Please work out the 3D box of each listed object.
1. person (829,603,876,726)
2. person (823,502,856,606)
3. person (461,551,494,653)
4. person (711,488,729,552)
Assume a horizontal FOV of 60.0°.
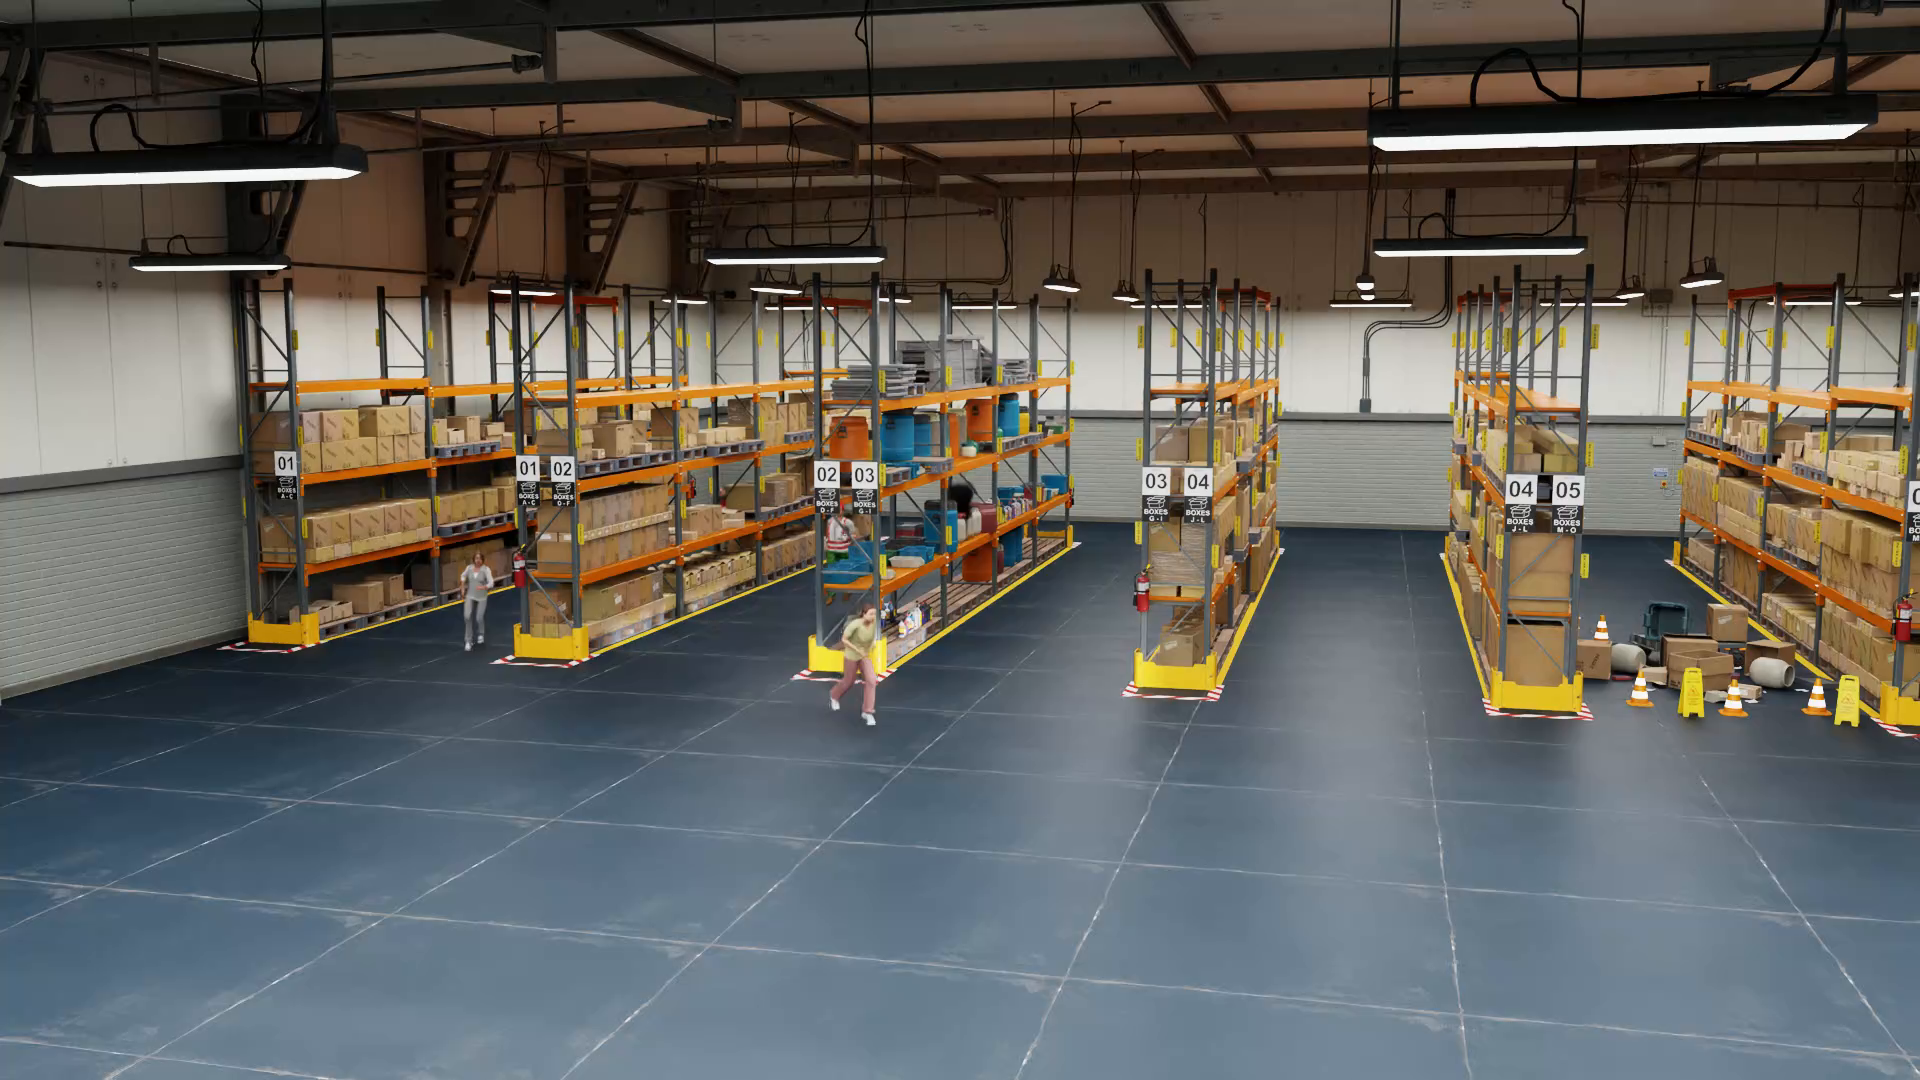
[{"bbox_3d":[-1.398,1.598,22.031,0.614,1.622,0.966,-7,10,-44],"label":"person"},{"bbox_3d":[-2.175,0.229,29.856,0.652,1.823,0.913,2,7,17],"label":"person"},{"bbox_3d":[-7.857,0.987,27.100,0.551,1.626,0.744,-1,7,-8],"label":"person"},{"bbox_3d":[-5.386,-0.396,38.287,0.638,1.677,0.824,2,7,17],"label":"person"}]
